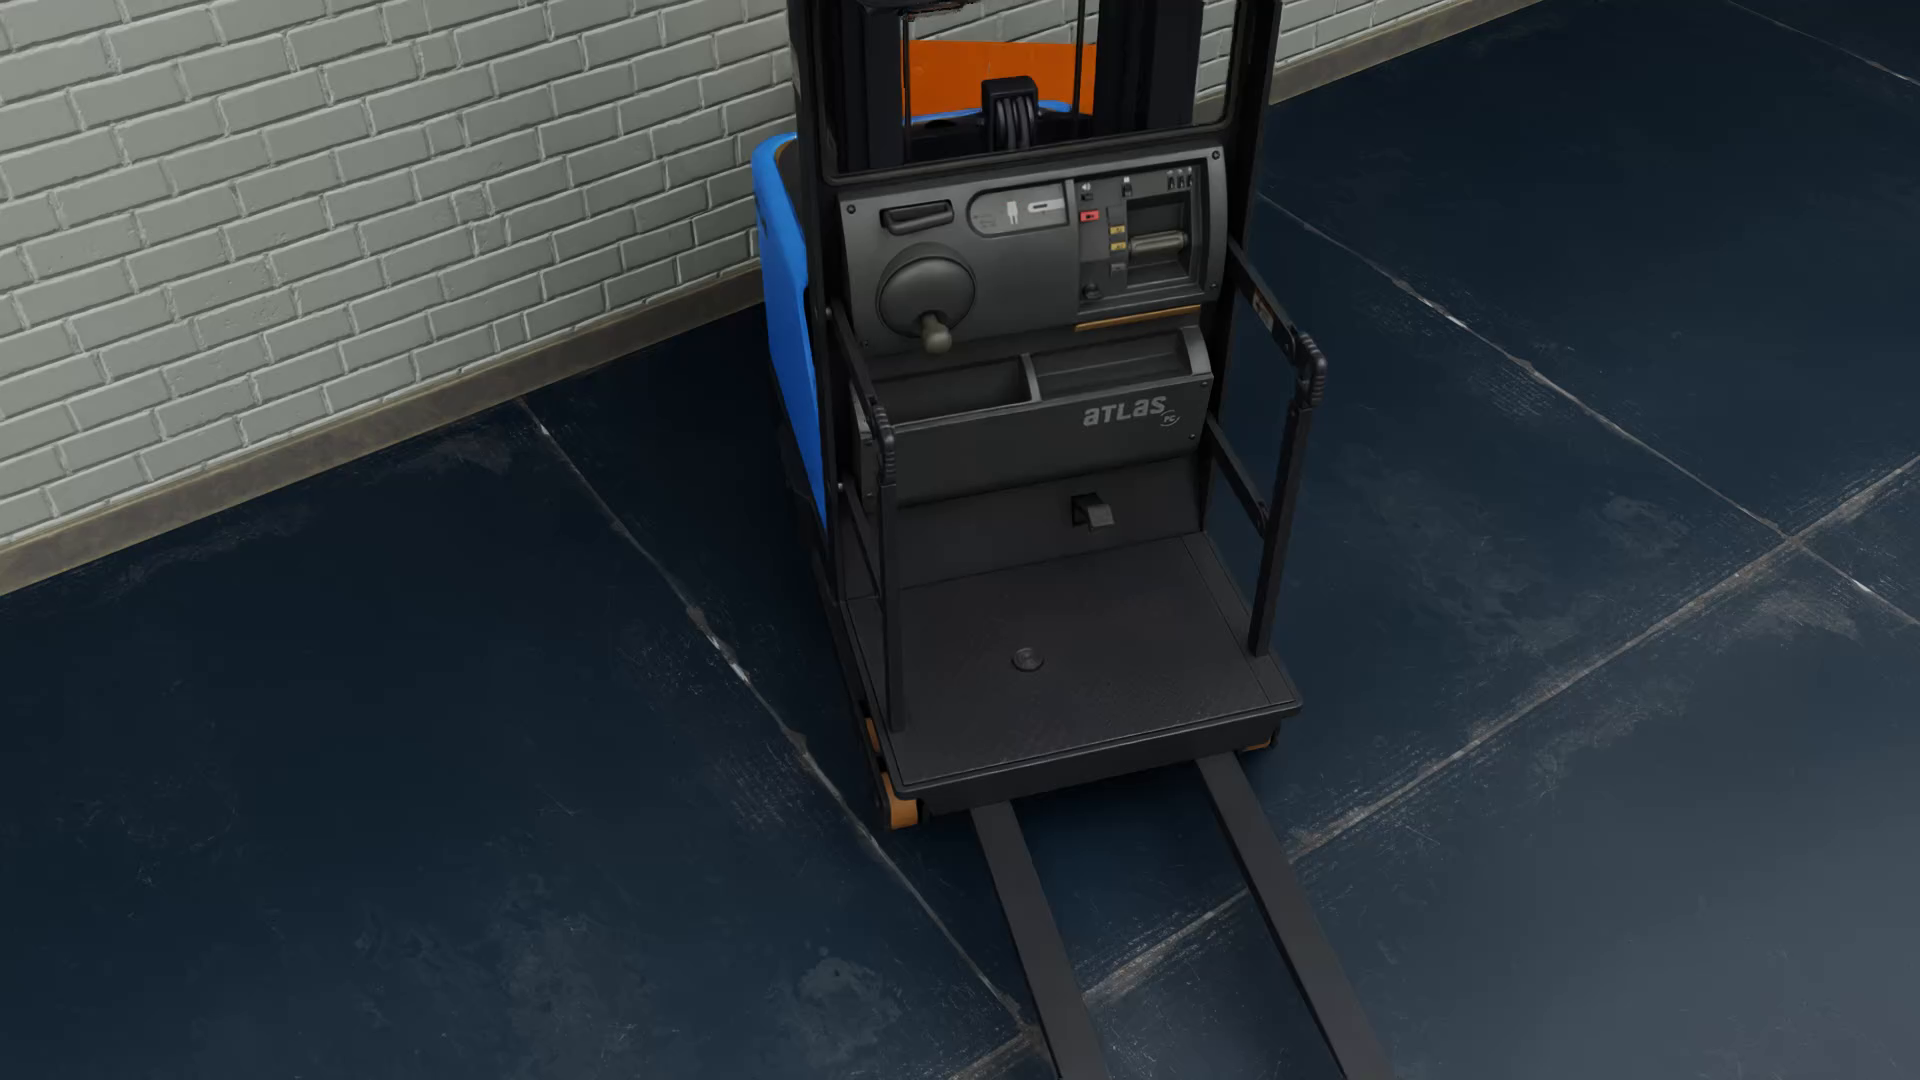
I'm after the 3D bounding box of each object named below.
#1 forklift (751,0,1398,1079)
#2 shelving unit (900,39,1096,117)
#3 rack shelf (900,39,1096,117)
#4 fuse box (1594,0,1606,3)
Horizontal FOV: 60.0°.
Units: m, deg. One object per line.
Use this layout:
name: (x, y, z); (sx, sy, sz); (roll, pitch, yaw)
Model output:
forklift: (0.243, -0.595, 3.751); (1.130, 2.935, 3.031); (-11, 45, -11)
shelving unit: (0.092, -1.208, 5.701); (1.048, 1.125, 0.538); (2, 44, 2)
rack shelf: (0.092, -1.420, 5.499); (1.000, 0.278, 0.538); (2, 44, 2)
fuse box: (3.099, -3.199, 7.361); (0.539, 1.711, 0.414); (-26, 49, -24)
